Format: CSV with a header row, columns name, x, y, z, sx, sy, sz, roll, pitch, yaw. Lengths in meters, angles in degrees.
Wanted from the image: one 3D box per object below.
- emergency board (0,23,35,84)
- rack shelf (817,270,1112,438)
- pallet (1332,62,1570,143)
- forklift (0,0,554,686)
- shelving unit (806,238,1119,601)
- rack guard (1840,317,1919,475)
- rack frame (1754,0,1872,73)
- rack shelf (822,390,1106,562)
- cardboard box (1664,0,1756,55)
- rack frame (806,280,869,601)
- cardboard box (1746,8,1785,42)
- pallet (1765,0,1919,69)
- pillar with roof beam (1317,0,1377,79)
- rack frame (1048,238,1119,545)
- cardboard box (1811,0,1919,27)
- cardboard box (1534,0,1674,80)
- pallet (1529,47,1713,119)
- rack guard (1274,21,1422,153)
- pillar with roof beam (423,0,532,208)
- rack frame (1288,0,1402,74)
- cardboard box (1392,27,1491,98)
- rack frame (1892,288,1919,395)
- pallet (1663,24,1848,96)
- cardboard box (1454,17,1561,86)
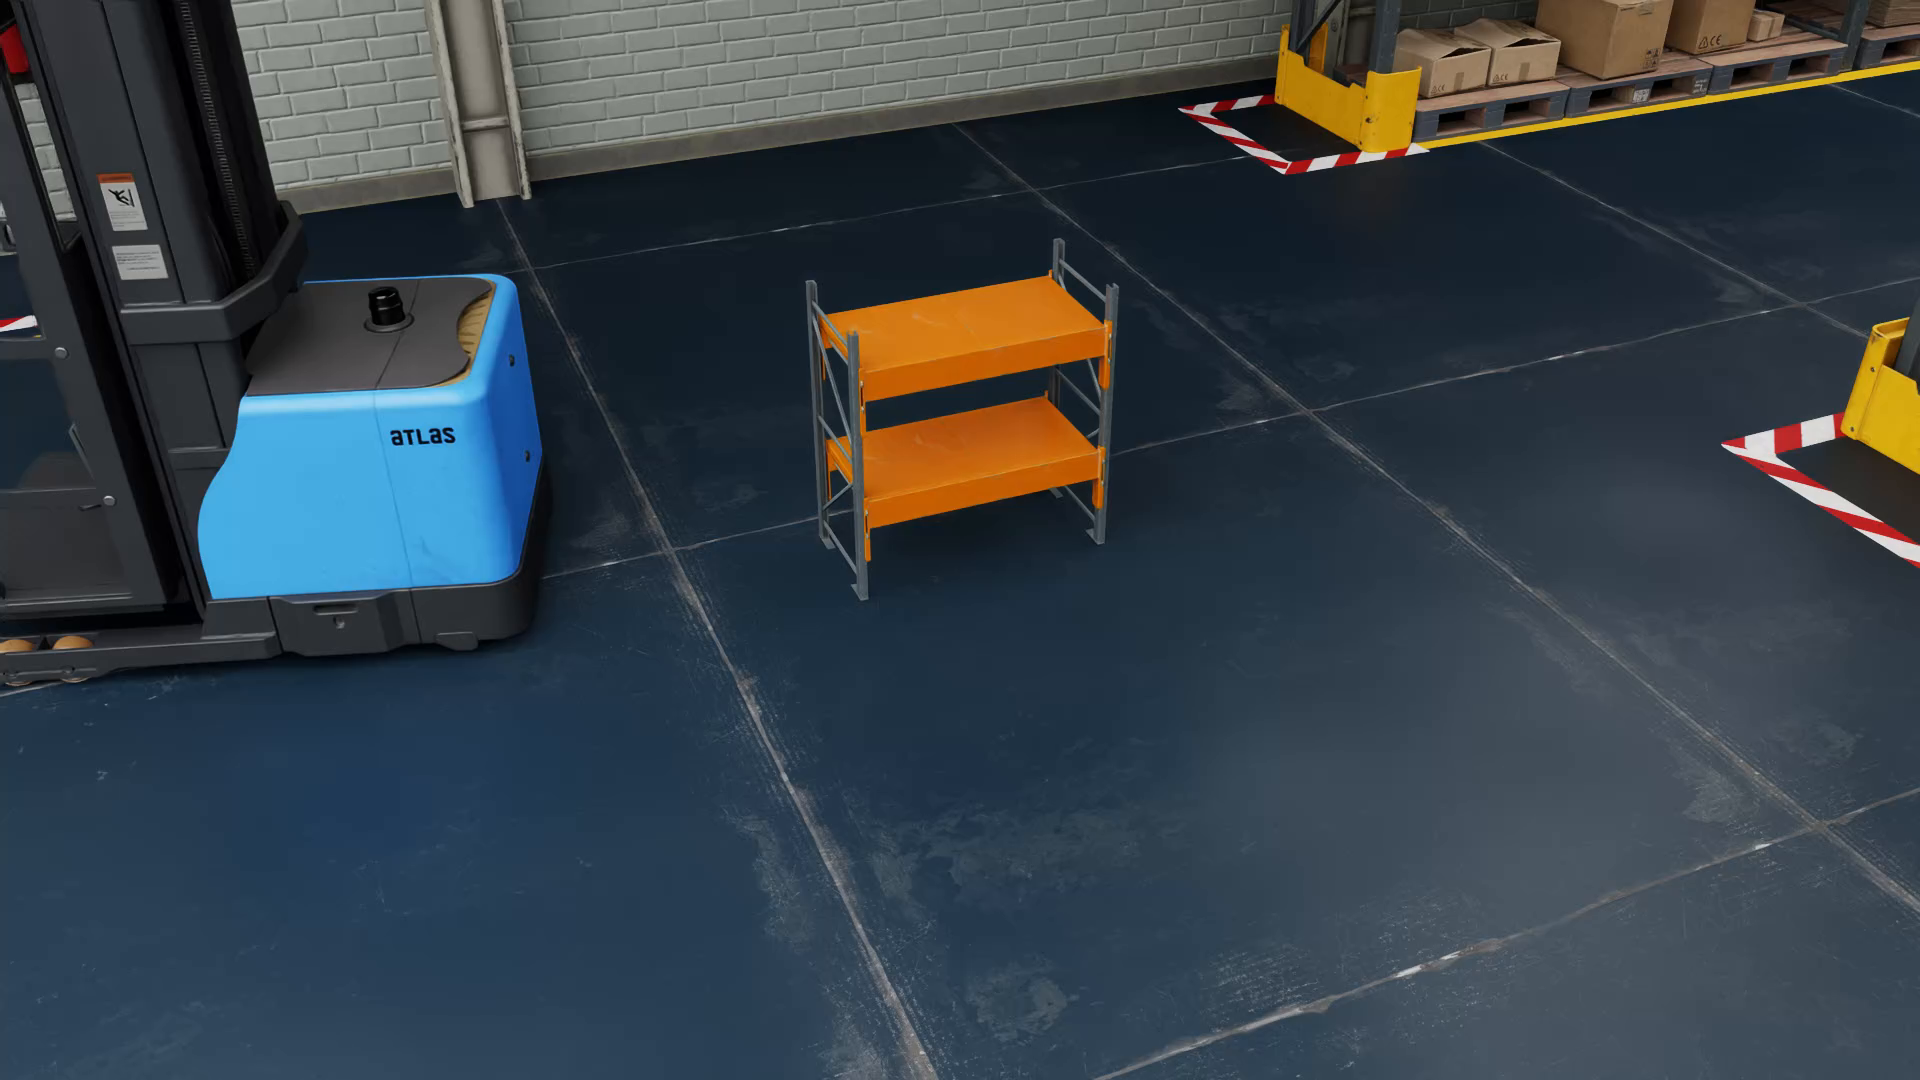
name,x,y,z,sx,sy,sz,roll,pitch,yaw
emergency board,-5.073,-2.818,8.331,0.643,1.169,0.194,-13,35,-19
rack shelf,0.006,-0.718,6.286,1.000,0.278,0.538,-13,35,-19
pallet,3.275,-3.006,11.176,1.213,0.211,1.003,-13,35,-19
forklift,-3.138,-1.010,5.615,3.031,2.935,1.130,-3,33,-5
shelving unit,0.006,-0.473,6.445,1.048,1.125,0.538,-13,35,-19
rack guard,4.341,-0.462,7.002,0.348,0.500,1.175,-13,35,-19
rack frame,6.130,-4.849,11.453,0.127,3.000,1.000,-13,35,-19
rack shelf,0.006,-0.268,6.579,1.000,0.278,0.538,-13,35,-19
cardboard box,5.188,-3.747,11.647,0.500,0.500,0.500,-16,36,-22
rack frame,-0.462,-0.366,6.280,0.032,1.125,0.500,-13,35,-19
cardboard box,5.648,-3.718,11.909,0.250,0.166,0.380,-18,37,-25
pallet,6.847,-3.846,12.467,1.213,0.211,1.003,-13,35,-19
pillar with roof beam,4.419,-4.938,6.087,0.400,9.000,9.100,-13,35,-19
rack frame,0.475,-0.580,6.610,0.032,1.125,0.500,-13,35,-19
cardboard box,6.802,-4.150,12.266,0.500,0.500,0.700,-12,35,-17
cardboard box,4.336,-3.493,11.256,0.500,0.500,0.700,-15,36,-22
pallet,4.398,-3.261,11.569,1.213,0.211,1.003,-13,35,-19
rack guard,2.512,-2.973,10.861,0.348,0.500,1.175,-13,35,-19
pillar with roof beam,-1.113,-3.671,4.140,0.400,9.000,9.100,-13,35,-19
rack frame,2.442,-4.005,10.155,0.127,3.000,1.000,-13,35,-19
cardboard box,3.115,-3.163,10.923,0.500,0.311,0.500,-17,37,-24
rack frame,4.363,-1.515,6.328,0.127,3.000,1.000,-13,35,-19
pallet,5.524,-3.521,11.968,1.213,0.211,1.003,-13,35,-19
cardboard box,3.640,-3.284,11.108,0.500,0.311,0.500,-10,34,-15
